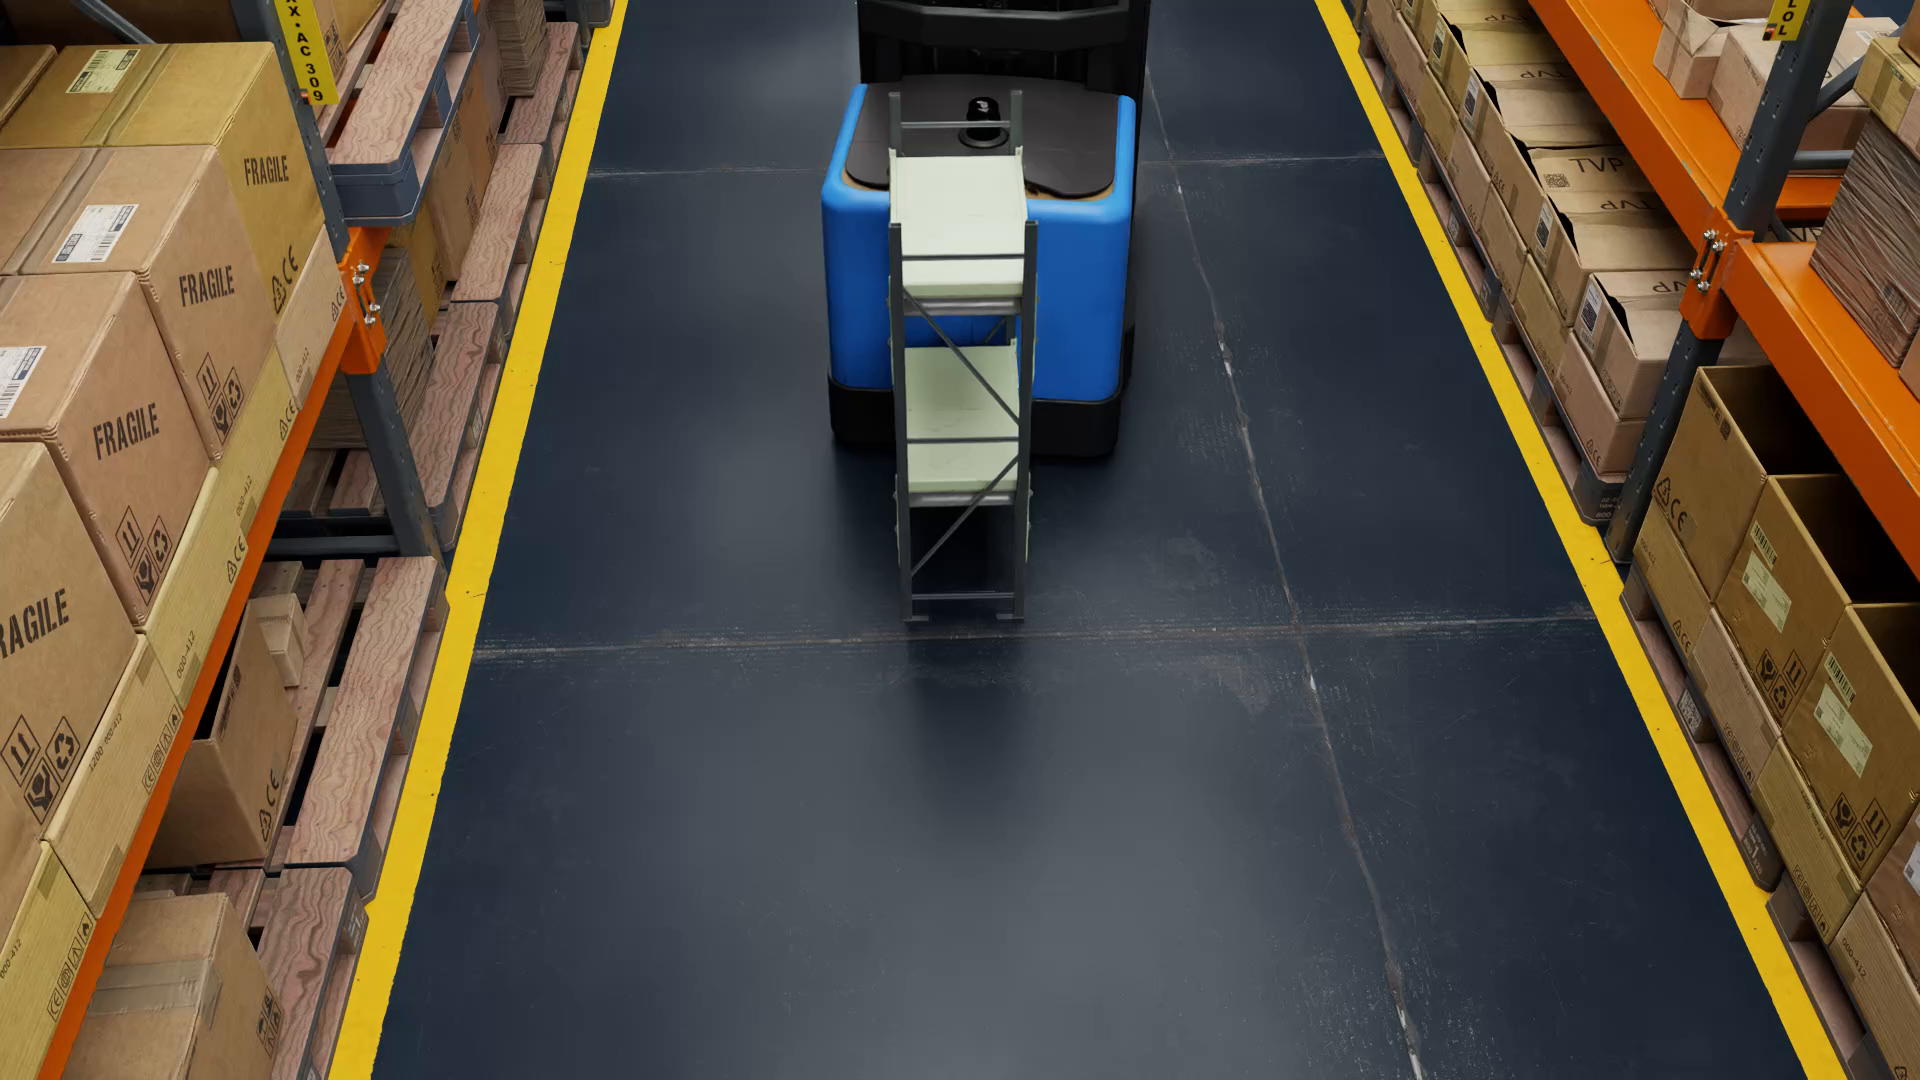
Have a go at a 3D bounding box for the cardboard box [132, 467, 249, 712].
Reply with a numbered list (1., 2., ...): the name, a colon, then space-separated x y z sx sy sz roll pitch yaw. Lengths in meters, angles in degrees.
1. cardboard box: -1.854 0.106 3.511 0.500 0.250 0.500 -2 43 -2

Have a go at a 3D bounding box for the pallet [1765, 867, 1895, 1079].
1. pallet: 2.769 1.318 4.156 1.003 0.211 1.213 -2 43 -2

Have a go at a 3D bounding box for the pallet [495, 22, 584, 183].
1. pallet: -2.365 -2.074 7.856 1.003 0.211 1.213 -2 43 -2

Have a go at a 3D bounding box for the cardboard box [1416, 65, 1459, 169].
1. cardboard box: 2.332 -1.863 7.287 0.500 0.250 0.500 -3 43 -3

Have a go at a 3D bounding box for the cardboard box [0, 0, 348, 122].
1. cardboard box: -2.214 -1.473 4.737 0.700 0.500 0.500 -2 43 -2

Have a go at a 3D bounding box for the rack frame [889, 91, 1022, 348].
1. rack frame: -0.014 -0.789 5.501 0.400 1.500 0.023 -1 43 -1

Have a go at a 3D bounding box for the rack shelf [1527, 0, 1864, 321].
1. rack shelf: 2.638 -2.159 6.418 1.077 0.370 4.000 -2 43 -2

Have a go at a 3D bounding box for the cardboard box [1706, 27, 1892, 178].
1. cardboard box: 2.658 -1.350 5.113 0.500 0.250 0.500 1 43 1

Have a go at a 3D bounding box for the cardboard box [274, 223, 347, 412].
1. cardboard box: -1.904 -0.570 4.248 0.500 0.250 0.500 -2 43 -2

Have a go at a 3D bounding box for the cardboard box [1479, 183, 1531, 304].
1. cardboard box: 2.373 -1.173 6.534 0.500 0.250 0.500 -1 43 -1

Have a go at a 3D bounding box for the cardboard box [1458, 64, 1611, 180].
1. cardboard box: 2.354 -1.714 6.709 0.500 0.311 0.500 -2 43 -2

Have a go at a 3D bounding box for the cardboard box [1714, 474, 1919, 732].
1. cardboard box: 2.459 0.168 4.516 0.500 0.500 0.500 -2 43 -2

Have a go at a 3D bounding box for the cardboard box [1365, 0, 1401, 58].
1. cardboard box: 2.281 -2.553 8.040 0.500 0.250 0.500 -2 43 -2

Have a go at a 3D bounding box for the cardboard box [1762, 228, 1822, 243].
1. cardboard box: 2.938 -1.046 5.980 0.500 0.311 0.500 -2 43 -2

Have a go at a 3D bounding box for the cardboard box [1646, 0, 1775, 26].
1. cardboard box: 2.684 -1.985 5.622 0.500 0.500 0.500 1 43 1

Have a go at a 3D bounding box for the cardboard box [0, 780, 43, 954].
1. cardboard box: -1.803 0.529 2.494 0.500 0.500 0.500 -3 43 -3

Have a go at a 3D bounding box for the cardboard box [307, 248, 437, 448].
1. cardboard box: -2.274 -0.666 5.781 0.700 0.500 0.500 0 43 0

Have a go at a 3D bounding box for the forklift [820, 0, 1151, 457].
1. forklift: 0.186 -2.372 6.169 1.130 2.935 3.031 4 43 4

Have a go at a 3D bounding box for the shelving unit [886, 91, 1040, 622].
1. shelving unit: -0.002 -0.542 5.231 0.431 1.500 0.755 -1 43 -1

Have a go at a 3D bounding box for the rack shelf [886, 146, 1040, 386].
1. rack shelf: -0.002 -0.829 4.967 0.431 0.370 0.720 -1 43 -1

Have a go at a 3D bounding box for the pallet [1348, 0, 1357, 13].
1. pallet: 2.559 -3.251 9.141 1.003 0.211 1.213 -2 43 -2

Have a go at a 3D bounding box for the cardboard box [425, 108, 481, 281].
1. cardboard box: -2.328 -1.359 6.537 0.700 0.500 0.500 -1 43 -1

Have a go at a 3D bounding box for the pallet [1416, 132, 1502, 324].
1. pallet: 2.597 -1.368 7.086 1.003 0.211 1.213 -2 43 -2

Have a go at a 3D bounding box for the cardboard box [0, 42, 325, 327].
1. cardboard box: -1.897 -0.847 3.996 0.500 0.500 0.500 -2 43 -2

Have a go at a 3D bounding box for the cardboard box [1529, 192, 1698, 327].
1. cardboard box: 2.391 -1.038 5.972 0.500 0.311 0.500 -1 43 -1

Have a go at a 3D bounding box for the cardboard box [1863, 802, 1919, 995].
1. cardboard box: 2.495 0.843 3.779 0.500 0.500 0.500 -2 43 -2

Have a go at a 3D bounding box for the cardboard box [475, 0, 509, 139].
1. cardboard box: -2.408 -2.034 7.274 0.700 0.500 0.500 -2 43 -2

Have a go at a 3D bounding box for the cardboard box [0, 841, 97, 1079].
1. cardboard box: -1.812 0.786 2.768 0.500 0.250 0.500 -2 43 -2

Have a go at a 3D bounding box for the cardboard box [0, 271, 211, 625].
1. cardboard box: -1.860 -0.170 3.257 0.500 0.500 0.500 -3 43 -3

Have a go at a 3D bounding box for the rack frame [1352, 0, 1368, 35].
1. rack frame: 2.553 -3.774 7.648 1.000 3.000 0.127 -2 43 -2

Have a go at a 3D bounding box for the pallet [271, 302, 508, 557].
1. pallet: -2.261 -0.427 6.059 1.003 0.211 1.213 -2 43 -2

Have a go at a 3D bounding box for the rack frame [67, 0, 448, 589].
1. rack frame: -2.227 -0.929 4.544 1.000 3.000 0.127 -2 43 -2

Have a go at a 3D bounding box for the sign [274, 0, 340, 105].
1. sign: -1.685 -1.269 4.274 0.100 0.325 0.005 -2 43 -2

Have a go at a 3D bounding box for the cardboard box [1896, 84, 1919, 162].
1. cardboard box: 2.551 -0.993 4.060 0.380 0.149 0.250 -1 43 -1

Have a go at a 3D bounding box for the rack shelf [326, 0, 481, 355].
1. rack shelf: -2.311 -2.014 6.260 1.077 0.370 4.000 -2 43 -2

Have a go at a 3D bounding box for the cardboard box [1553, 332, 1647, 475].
1. cardboard box: 2.415 -0.487 5.785 0.500 0.250 0.500 -2 43 -2

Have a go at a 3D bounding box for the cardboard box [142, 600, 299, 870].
1. cardboard box: -2.142 0.530 4.476 0.500 0.500 0.500 -5 43 -5

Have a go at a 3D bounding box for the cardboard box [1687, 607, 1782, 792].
1. cardboard box: 2.455 0.445 4.769 0.500 0.250 0.500 -2 43 -2

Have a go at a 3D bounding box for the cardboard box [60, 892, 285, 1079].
1. cardboard box: -2.002 1.179 3.768 0.700 0.500 0.500 -4 43 -4

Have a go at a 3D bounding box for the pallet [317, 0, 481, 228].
1. pallet: -2.114 -1.378 5.176 1.003 0.211 1.213 -2 43 -2

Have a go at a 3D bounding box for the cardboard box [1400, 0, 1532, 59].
1. cardboard box: 2.312 -2.406 7.464 0.500 0.311 0.500 -3 43 -3

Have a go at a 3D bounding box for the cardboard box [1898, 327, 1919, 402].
1. cardboard box: 2.777 -0.455 3.953 0.700 0.500 0.500 -2 43 -2

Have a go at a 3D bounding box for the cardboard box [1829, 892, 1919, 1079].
1. cardboard box: 2.499 1.120 4.033 0.500 0.250 0.500 -2 43 -2
